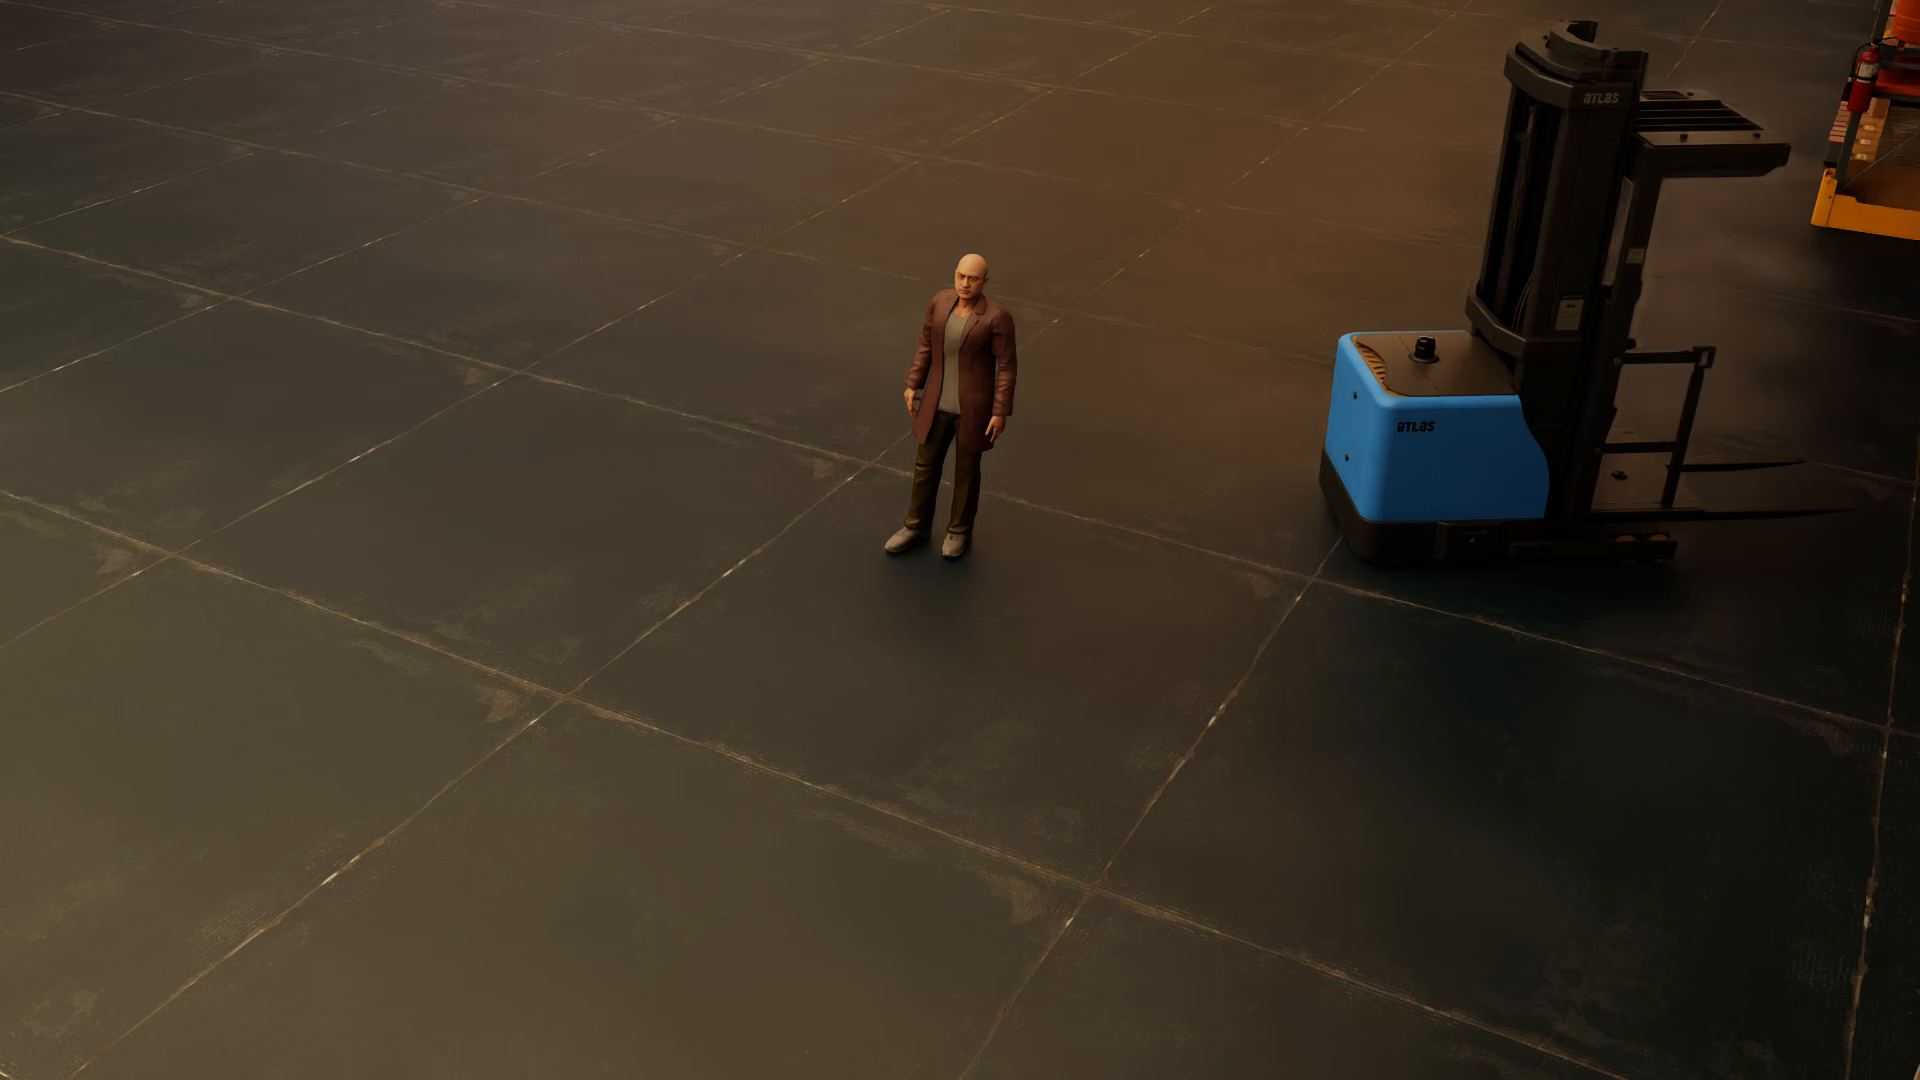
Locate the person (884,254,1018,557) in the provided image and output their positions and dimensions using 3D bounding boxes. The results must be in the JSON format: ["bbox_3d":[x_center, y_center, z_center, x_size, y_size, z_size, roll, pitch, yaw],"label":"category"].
[{"bbox_3d":[-0.048,-0.737,9.487,0.696,1.778,0.579,15,33,25],"label":"person"}]

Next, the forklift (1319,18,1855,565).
[{"bbox_3d":[3.796,-1.393,9.483,3.031,2.935,1.130,-1,30,-3],"label":"forklift"}]
